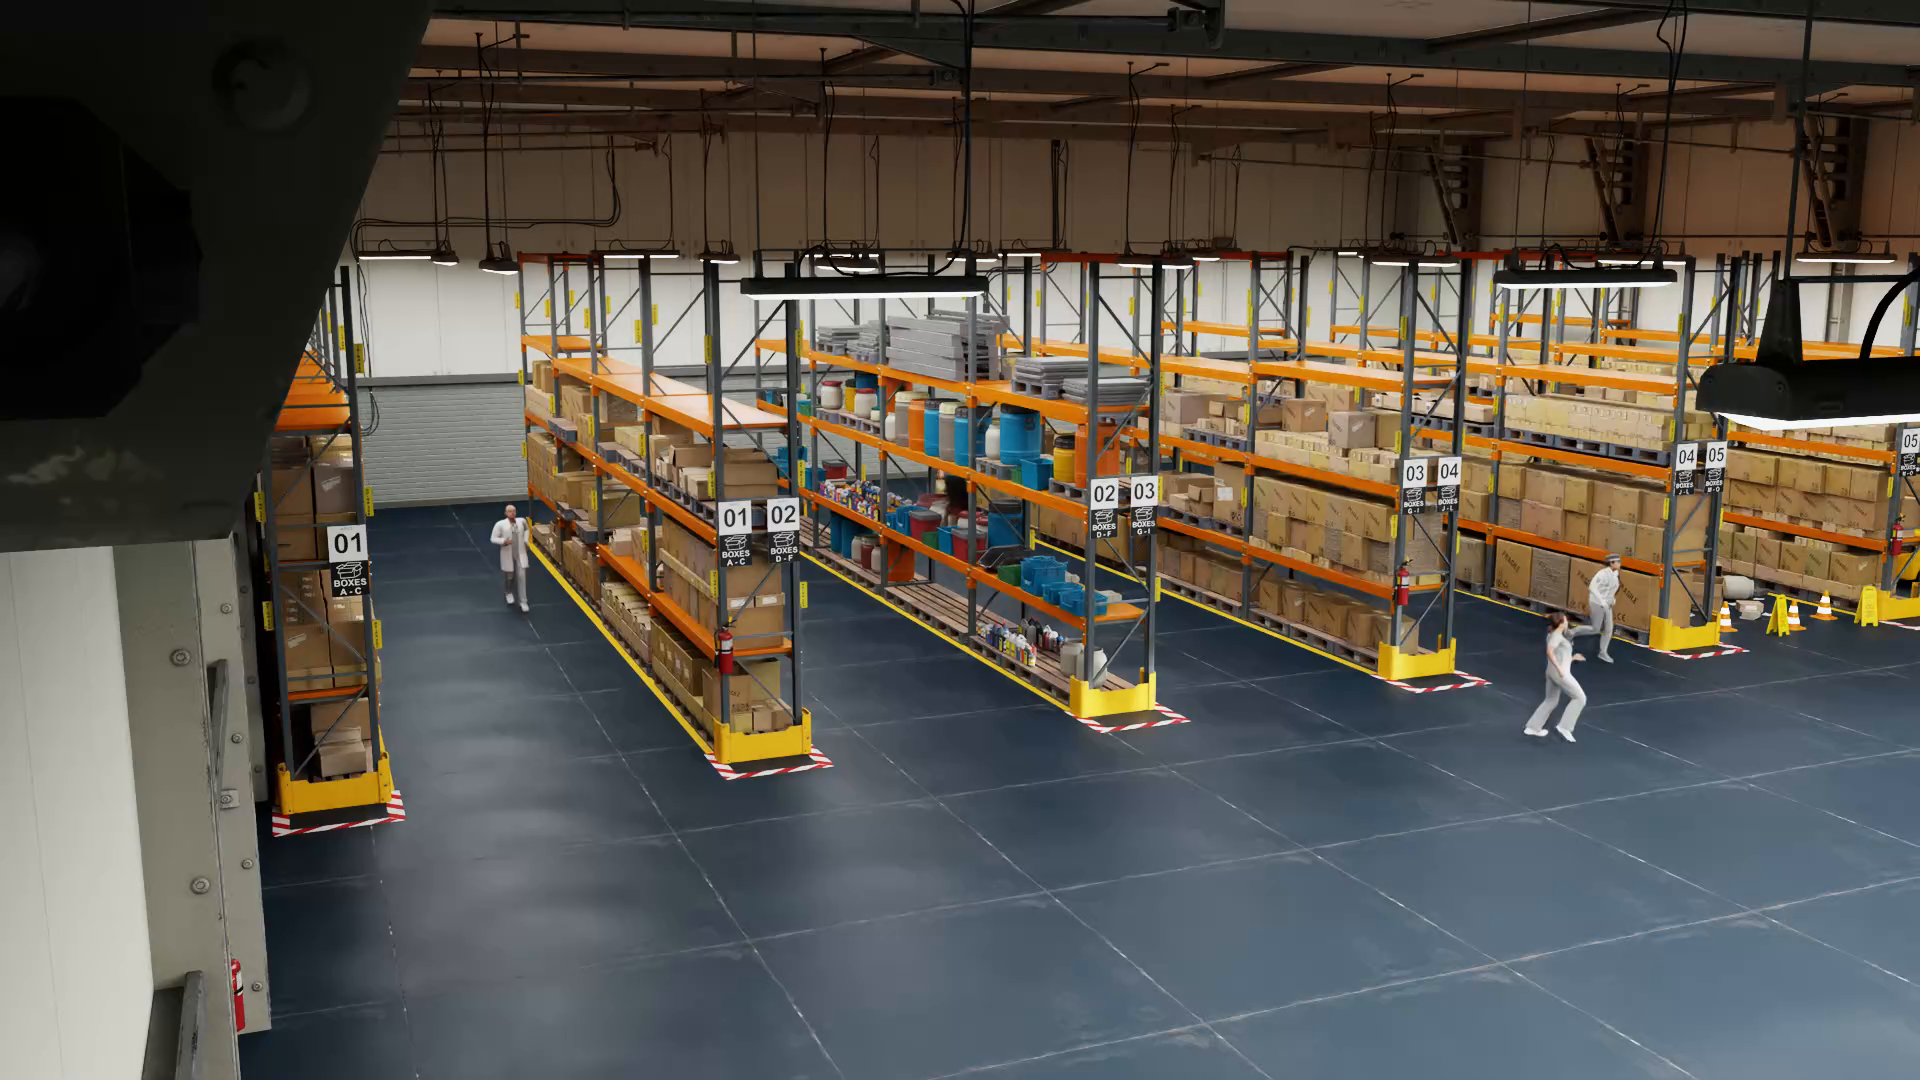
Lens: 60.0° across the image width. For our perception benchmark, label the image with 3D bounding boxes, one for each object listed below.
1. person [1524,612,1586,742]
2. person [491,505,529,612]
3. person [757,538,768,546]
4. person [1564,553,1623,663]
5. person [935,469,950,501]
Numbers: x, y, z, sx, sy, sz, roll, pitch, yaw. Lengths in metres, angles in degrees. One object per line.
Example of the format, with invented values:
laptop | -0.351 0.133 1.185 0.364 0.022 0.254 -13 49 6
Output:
person | 7.547 1.751 21.006 0.718 1.665 0.570 0 10 0
person | -7.643 0.276 28.416 0.706 1.771 1.034 -5 12 -28
person | -3.404 -0.094 29.488 0.650 1.709 0.822 -6 12 -30
person | 9.698 0.975 25.257 0.784 1.638 0.652 10 14 43
person | -0.401 -0.628 33.791 0.567 1.714 0.776 -7 13 -34
